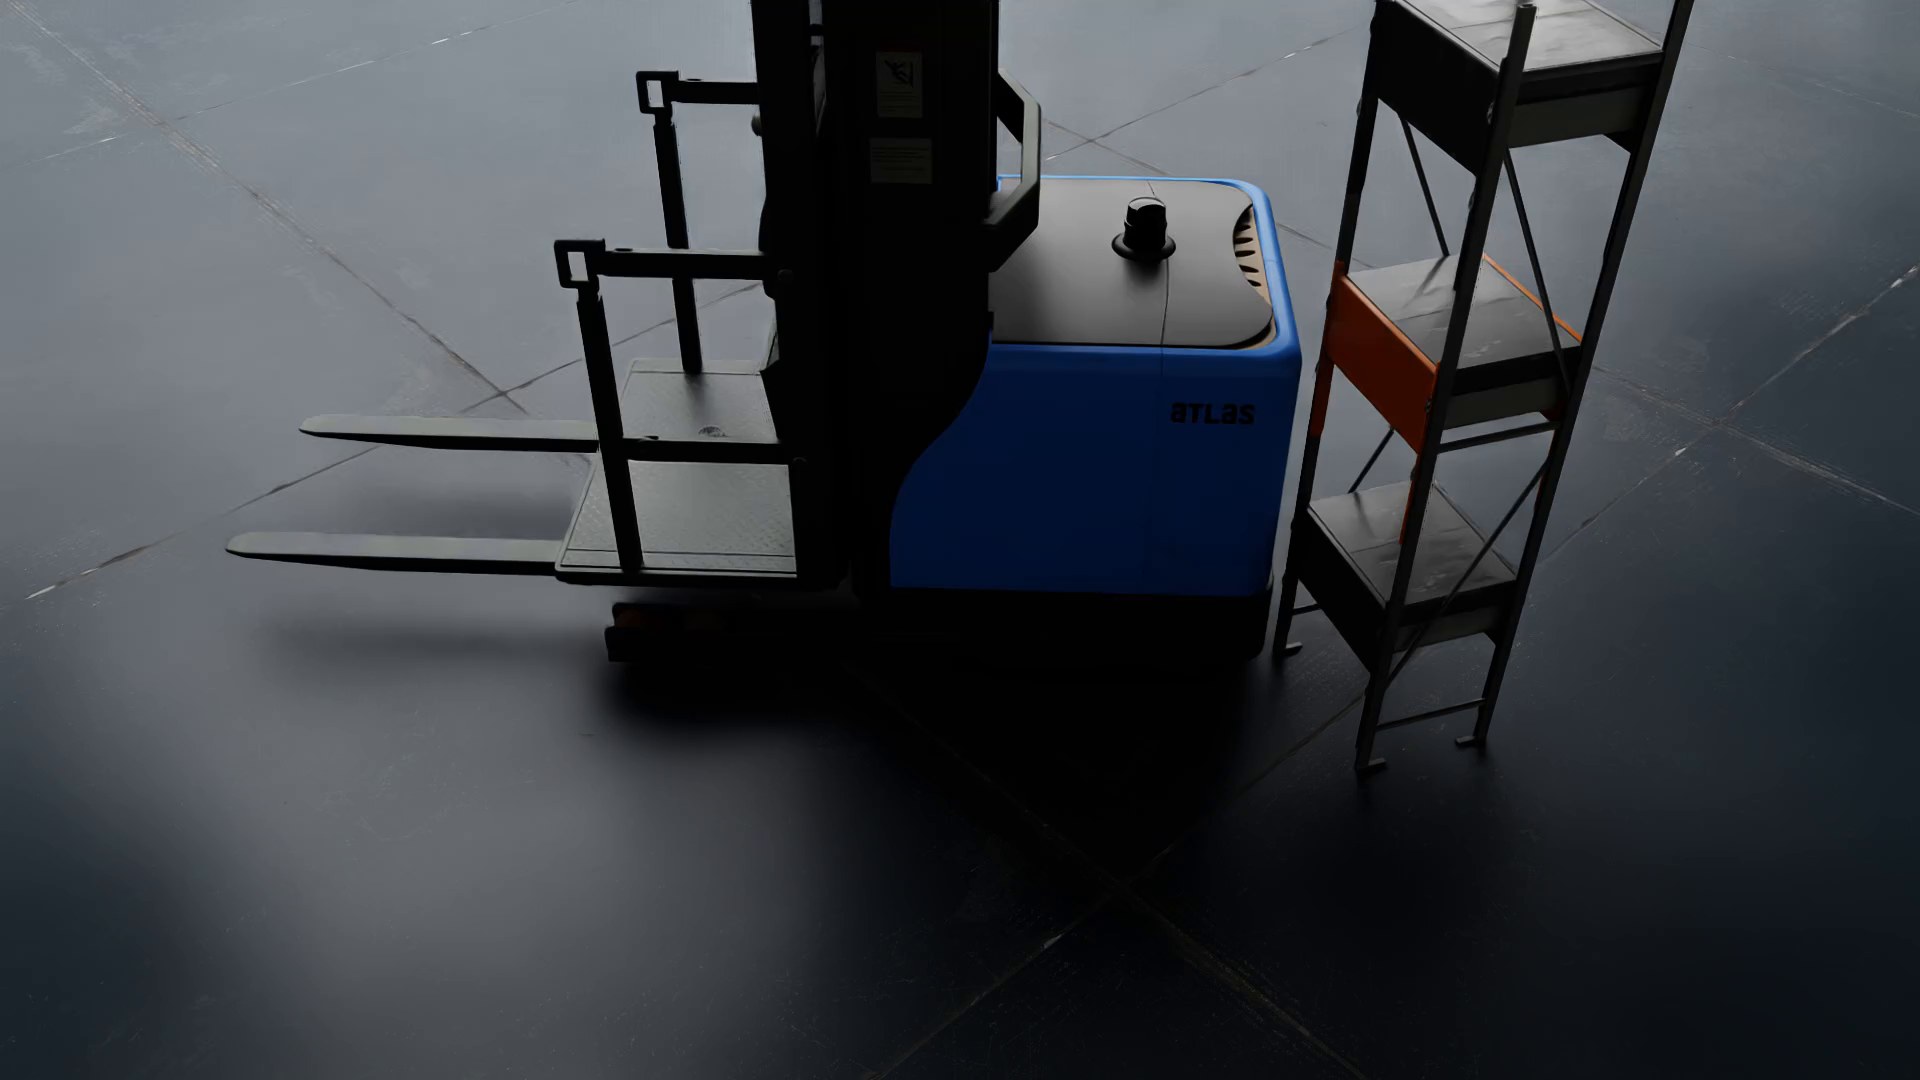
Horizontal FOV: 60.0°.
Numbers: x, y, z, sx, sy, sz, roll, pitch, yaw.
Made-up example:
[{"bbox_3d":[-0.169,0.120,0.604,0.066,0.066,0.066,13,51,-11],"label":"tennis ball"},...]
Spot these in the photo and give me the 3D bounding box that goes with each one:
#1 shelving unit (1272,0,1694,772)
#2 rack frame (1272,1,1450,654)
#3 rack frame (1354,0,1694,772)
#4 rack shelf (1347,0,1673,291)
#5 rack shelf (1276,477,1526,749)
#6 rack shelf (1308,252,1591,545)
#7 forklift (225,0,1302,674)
[{"bbox_3d":[1.179,-0.382,4.052,0.431,2.100,0.503,-12,40,-14],"label":"shelving unit"},{"bbox_3d":[1.103,-0.528,4.233,0.400,2.100,0.015,-12,40,-14],"label":"rack frame"},{"bbox_3d":[1.255,-0.237,3.872,0.400,2.100,0.015,-12,40,-14],"label":"rack frame"},{"bbox_3d":[1.179,-0.916,3.621,0.431,0.518,0.480,-12,40,-14],"label":"rack shelf"},{"bbox_3d":[1.179,0.173,4.501,0.431,0.518,0.480,-12,40,-14],"label":"rack shelf"},{"bbox_3d":[1.179,-0.372,4.061,0.431,0.518,0.480,-12,40,-14],"label":"rack shelf"},{"bbox_3d":[-0.621,-1.102,4.282,3.031,2.935,1.130,2,39,2],"label":"forklift"}]
